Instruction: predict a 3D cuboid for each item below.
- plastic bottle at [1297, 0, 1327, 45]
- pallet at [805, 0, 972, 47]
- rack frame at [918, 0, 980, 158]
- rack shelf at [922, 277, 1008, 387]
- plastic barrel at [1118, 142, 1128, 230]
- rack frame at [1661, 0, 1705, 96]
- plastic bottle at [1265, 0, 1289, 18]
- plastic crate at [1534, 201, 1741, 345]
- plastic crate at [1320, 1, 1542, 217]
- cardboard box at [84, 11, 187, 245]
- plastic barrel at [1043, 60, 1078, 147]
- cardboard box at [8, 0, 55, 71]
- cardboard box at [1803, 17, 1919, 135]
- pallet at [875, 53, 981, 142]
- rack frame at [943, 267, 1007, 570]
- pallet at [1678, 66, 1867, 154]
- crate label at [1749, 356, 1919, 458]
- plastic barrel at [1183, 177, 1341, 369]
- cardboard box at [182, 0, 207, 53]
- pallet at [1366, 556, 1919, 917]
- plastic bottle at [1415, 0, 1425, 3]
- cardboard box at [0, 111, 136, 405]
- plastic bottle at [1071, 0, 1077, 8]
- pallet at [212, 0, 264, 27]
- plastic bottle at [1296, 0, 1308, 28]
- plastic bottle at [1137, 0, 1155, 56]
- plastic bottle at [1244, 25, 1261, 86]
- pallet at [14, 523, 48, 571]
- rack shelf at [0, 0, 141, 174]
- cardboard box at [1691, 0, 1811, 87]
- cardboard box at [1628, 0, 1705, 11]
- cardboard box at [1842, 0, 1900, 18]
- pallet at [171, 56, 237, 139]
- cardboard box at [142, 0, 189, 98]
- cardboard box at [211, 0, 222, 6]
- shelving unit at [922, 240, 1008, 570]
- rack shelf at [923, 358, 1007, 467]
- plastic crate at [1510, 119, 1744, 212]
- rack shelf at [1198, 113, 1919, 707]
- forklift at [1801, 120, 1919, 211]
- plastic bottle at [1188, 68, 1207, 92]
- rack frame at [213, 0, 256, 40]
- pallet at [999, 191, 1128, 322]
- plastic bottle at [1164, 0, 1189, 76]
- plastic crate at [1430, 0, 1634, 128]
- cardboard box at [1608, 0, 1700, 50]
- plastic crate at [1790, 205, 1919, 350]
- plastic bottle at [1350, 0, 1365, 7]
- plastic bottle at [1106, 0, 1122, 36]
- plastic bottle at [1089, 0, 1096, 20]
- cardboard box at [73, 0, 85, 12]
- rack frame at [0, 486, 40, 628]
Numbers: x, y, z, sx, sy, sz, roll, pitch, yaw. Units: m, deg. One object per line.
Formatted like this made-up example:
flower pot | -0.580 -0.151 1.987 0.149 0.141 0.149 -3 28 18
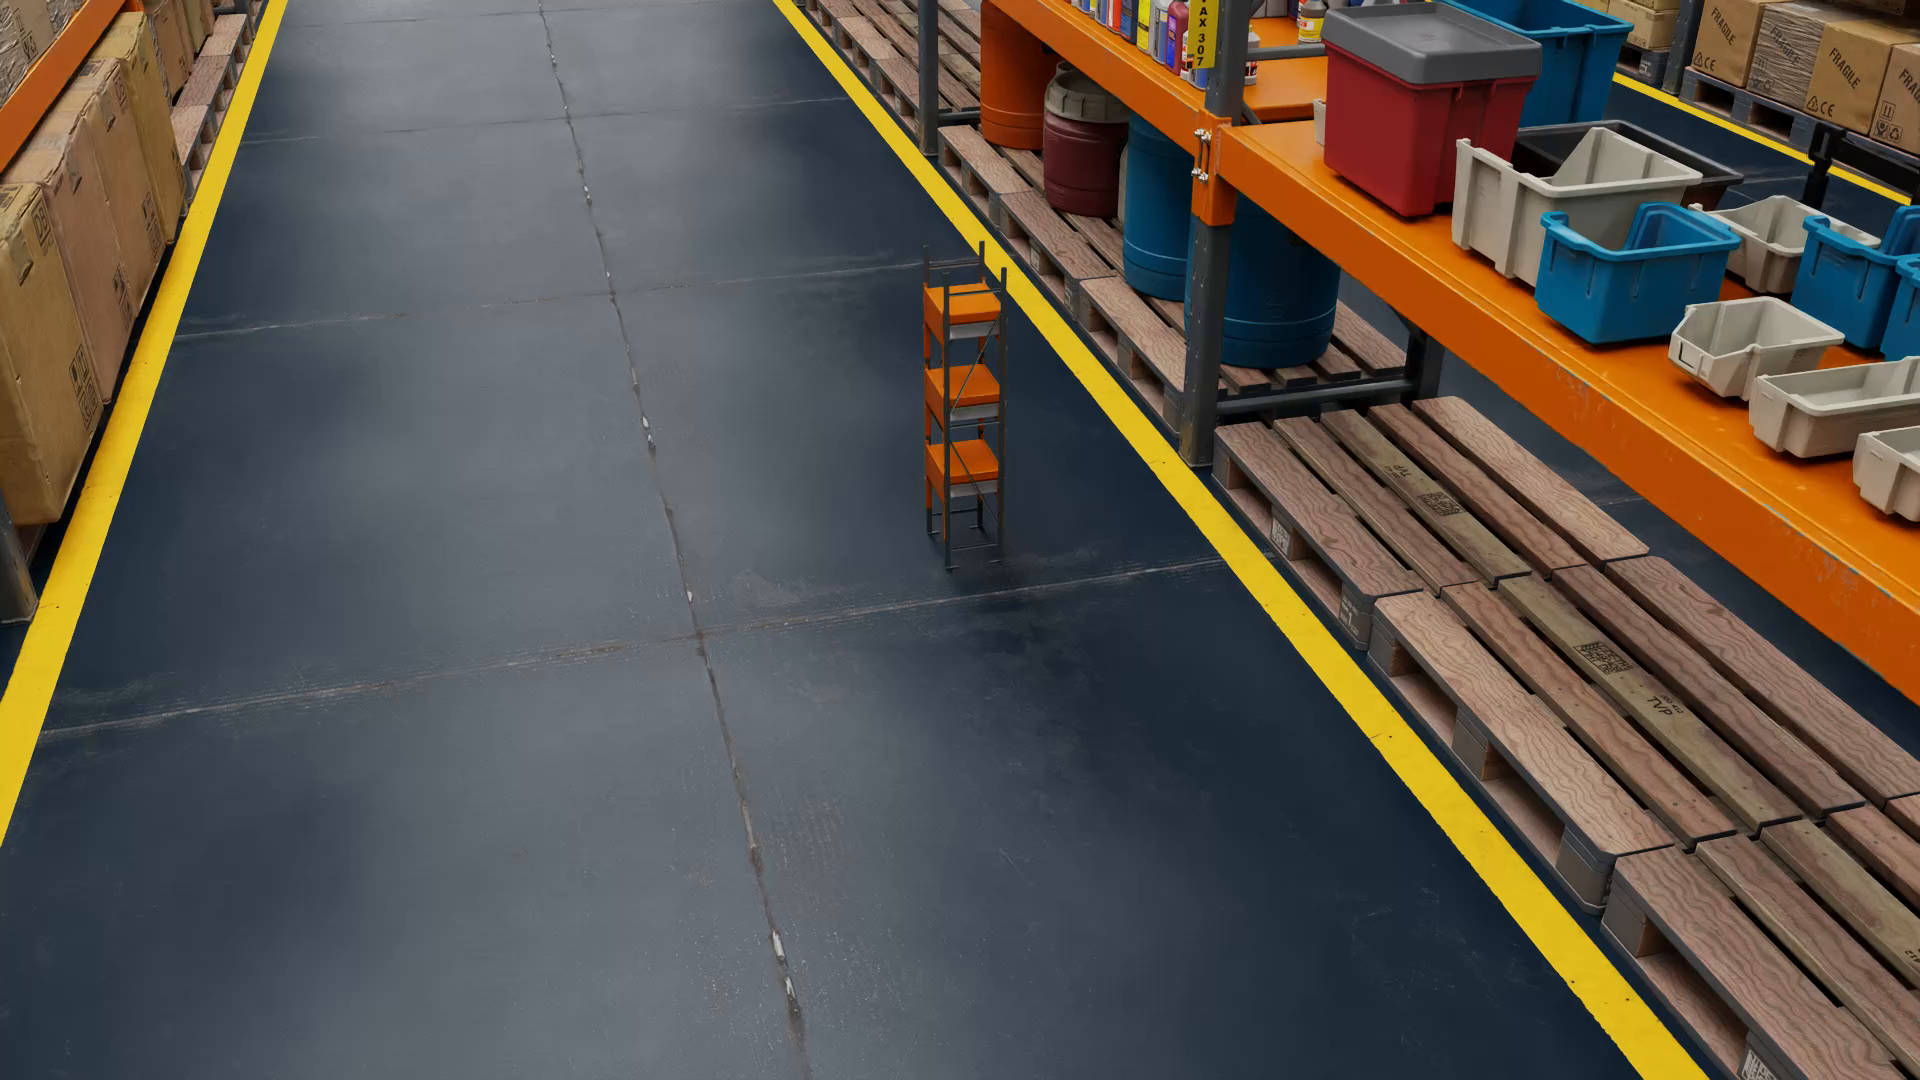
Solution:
plastic bottle | 1.356 -1.994 6.398 0.097 0.201 0.097 0 30 0
pallet | -0.553 -3.937 12.341 1.003 0.211 1.213 -8 31 -13
rack frame | 0.263 -3.586 8.951 1.000 3.000 0.127 -8 31 -13
rack shelf | 0.014 -0.665 5.305 0.215 0.259 0.240 -8 31 -13
plastic barrel | 0.945 -1.651 7.672 0.421 0.512 0.421 0 30 0
rack frame | 5.039 -4.243 10.086 1.000 3.000 0.127 -8 31 -13
plastic bottle | 1.323 -2.322 6.891 0.152 0.276 0.135 -8 31 -13
plastic crate | 1.594 -0.634 3.958 0.416 0.233 0.300 -8 31 -13
plastic crate | 1.320 -1.243 4.780 0.402 0.464 0.583 -8 31 -13
cardboard box | -4.350 -1.854 7.660 1.225 0.875 0.875 -9 31 -16
plastic barrel | 0.645 -2.196 8.614 0.421 0.512 0.421 0 30 0
cardboard box | -3.741 -2.028 6.159 0.500 0.500 0.500 -7 31 -12
cardboard box | 5.157 -2.599 9.301 0.500 0.500 0.500 -8 31 -14
pallet | 0.094 -2.759 10.305 1.003 0.211 1.213 -8 31 -13
rack frame | 0.047 -0.370 5.341 0.200 1.050 0.008 -8 31 -13
pallet | 5.201 -2.670 10.153 1.003 0.211 1.213 -8 31 -13
crate label | 1.835 -0.277 3.438 0.396 0.136 0.243 -8 31 -13
plastic barrel | 1.196 -1.193 6.492 0.600 0.901 0.708 -8 31 -13
cardboard box | -5.324 -3.436 10.748 0.700 0.500 0.500 -8 31 -14
pallet | 1.884 0.493 4.688 1.003 0.211 1.213 -8 31 -13
plastic bottle | 1.638 -1.838 6.047 0.061 0.283 0.133 -8 31 -13
cardboard box | -3.878 -0.996 6.178 1.225 0.875 0.875 -9 31 -15
plastic bottle | 0.523 -2.365 7.040 0.097 0.201 0.097 0 30 0
pallet | -5.787 -3.972 12.402 1.003 0.211 1.213 -8 31 -13
plastic bottle | 1.416 -2.173 6.708 0.097 0.201 0.097 0 30 0
plastic bottle | 0.765 -2.033 6.318 0.144 0.351 0.185 -8 31 -13
plastic bottle | 1.023 -1.741 5.962 0.097 0.201 0.097 0 30 0
pallet | -3.728 -0.151 5.801 1.003 0.211 1.213 -8 31 -13
rack shelf | -3.982 -1.650 6.325 1.077 0.370 4.000 -8 31 -13
cardboard box | 4.885 -3.094 10.157 0.500 0.500 0.500 -7 31 -11
cardboard box | 4.663 -3.698 10.910 0.500 0.311 0.500 -7 31 -12
cardboard box | 5.514 -2.931 9.876 0.500 0.500 0.500 -7 31 -11
pallet | -5.039 -2.686 10.181 1.003 0.211 1.213 -8 31 -13
cardboard box | -5.026 -2.896 9.815 0.700 0.500 0.500 -5 30 -9
cardboard box | -5.642 -4.158 12.015 0.500 0.500 0.500 -9 31 -15
shelving unit | 0.014 -0.429 5.442 0.215 1.050 0.252 -8 31 -13
rack shelf | 0.014 -0.419 5.448 0.215 0.259 0.240 -8 31 -13
plastic crate | 1.880 -1.056 4.795 0.437 0.125 0.590 -8 31 -13
rack shelf | 1.855 -0.377 4.125 1.077 0.370 4.000 -8 31 -13
forklift | 3.337 -1.341 5.142 1.130 2.935 3.031 -6 31 -10
plastic bottle | 0.908 -1.748 5.899 0.152 0.276 0.135 -8 31 -13
rack frame | -5.574 -4.859 11.151 1.000 3.000 0.127 -8 31 -13
pallet | 0.832 -1.416 7.985 1.003 0.211 1.213 -8 31 -13
plastic bottle | 0.803 -1.857 6.080 0.061 0.283 0.133 -8 31 -13
plastic crate | 1.777 -1.493 5.291 0.392 0.384 0.575 -8 31 -13
cardboard box | 4.665 -3.456 11.053 0.500 0.250 0.500 -7 31 -12
plastic crate | 2.209 -0.620 3.934 0.416 0.233 0.300 -8 31 -13
plastic bottle | 1.529 -1.997 6.334 0.097 0.271 0.097 0 30 0
plastic bottle | 0.677 -2.168 6.625 0.152 0.276 0.135 -8 31 -13
plastic bottle | 0.584 -2.253 6.846 0.097 0.201 0.097 0 30 0
cardboard box | -4.016 -2.524 7.016 0.500 0.500 0.500 -8 31 -14
rack frame | -3.451 -0.996 4.476 1.000 3.000 0.127 -8 31 -13
